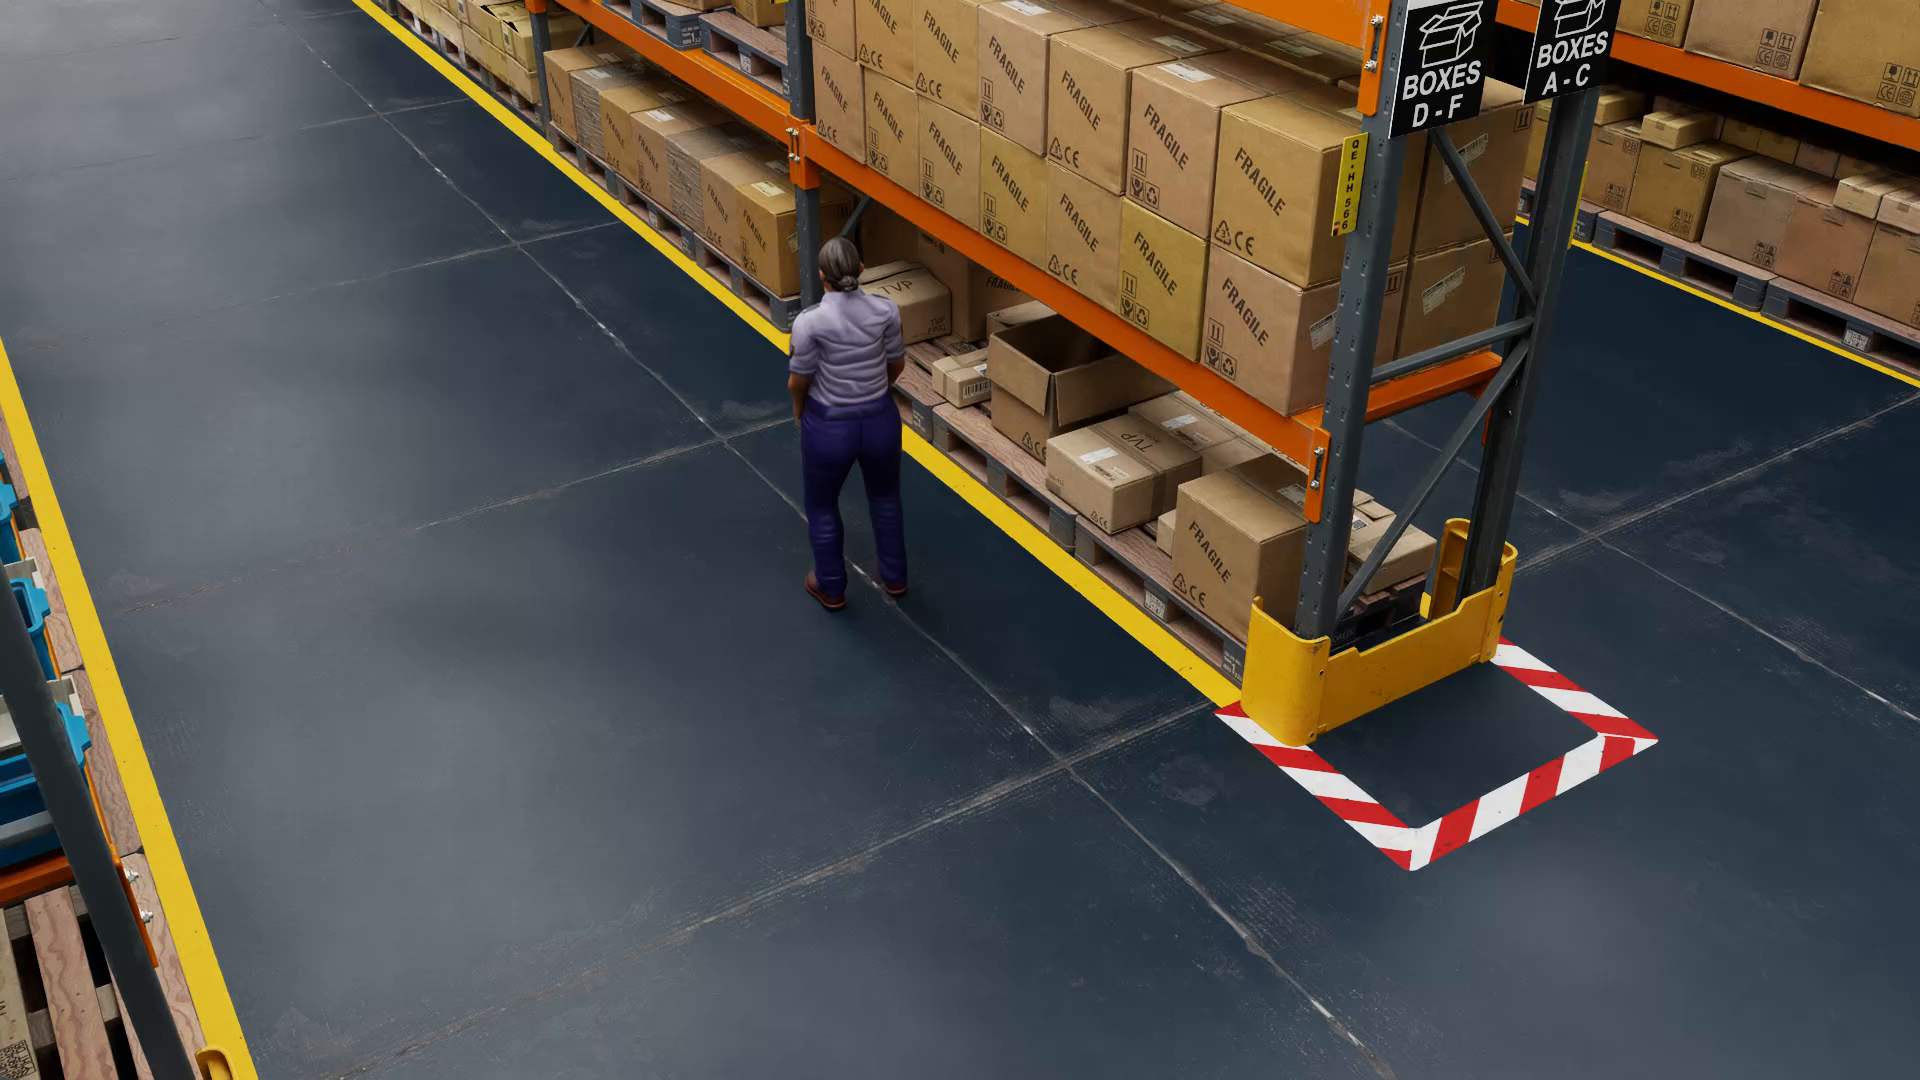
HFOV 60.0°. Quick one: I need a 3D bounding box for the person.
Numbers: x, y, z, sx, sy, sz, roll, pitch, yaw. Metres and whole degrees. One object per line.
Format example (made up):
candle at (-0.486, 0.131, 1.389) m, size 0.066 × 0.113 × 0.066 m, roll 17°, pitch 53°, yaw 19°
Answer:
person at (-0.464, -0.482, 6.889) m, size 0.506 × 1.656 × 0.424 m, roll -12°, pitch 35°, yaw -18°
